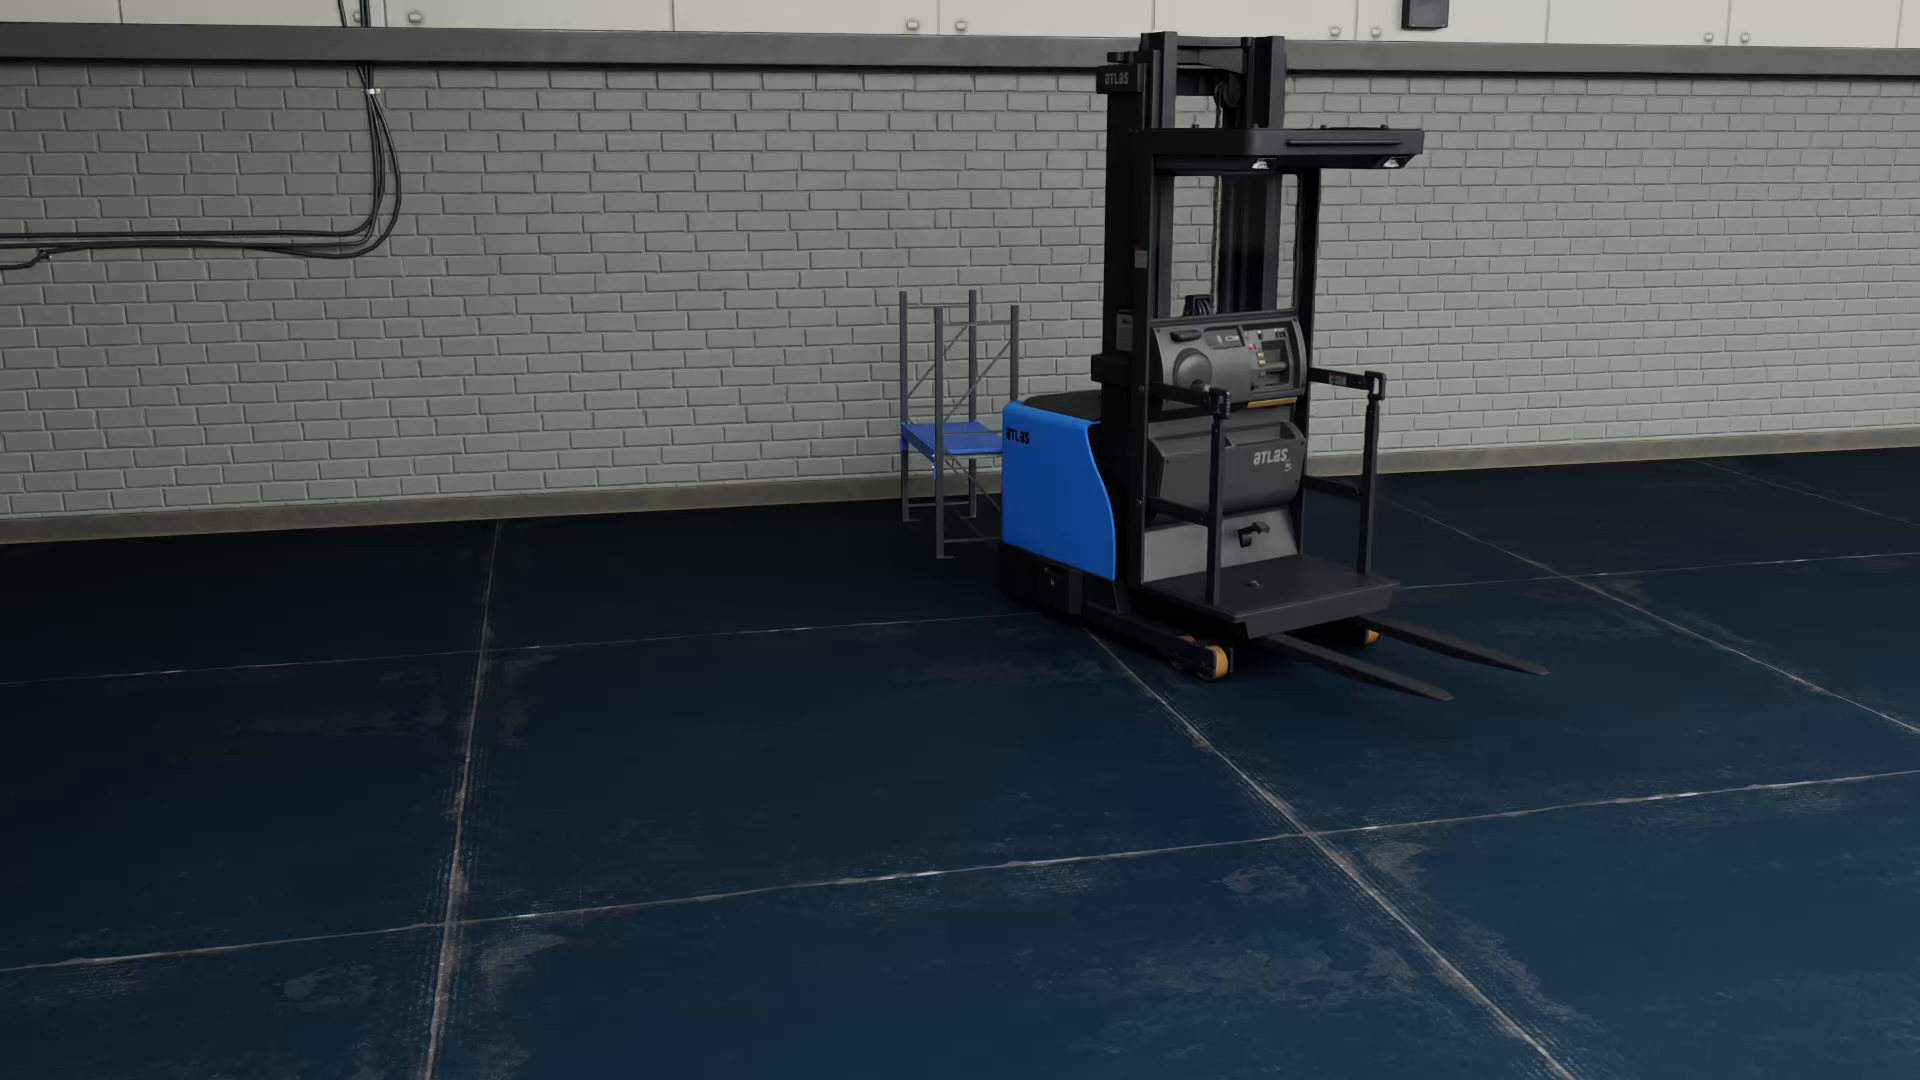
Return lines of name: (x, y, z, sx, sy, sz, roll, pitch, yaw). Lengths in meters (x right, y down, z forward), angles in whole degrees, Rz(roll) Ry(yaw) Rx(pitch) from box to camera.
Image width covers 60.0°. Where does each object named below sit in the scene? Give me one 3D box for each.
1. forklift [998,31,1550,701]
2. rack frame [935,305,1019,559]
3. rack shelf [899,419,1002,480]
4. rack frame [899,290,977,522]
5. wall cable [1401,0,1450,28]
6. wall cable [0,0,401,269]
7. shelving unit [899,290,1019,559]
forklift: (1.436, -0.896, 7.919, 1.130, 2.935, 3.031, -9, 16, -32)
rack frame: (0.099, -0.631, 9.850, 0.500, 1.500, 0.032, -3, 14, -13)
rack shelf: (-0.020, -0.574, 10.372, 0.538, 0.185, 1.000, -3, 14, -13)
rack frame: (-0.139, -0.866, 10.810, 0.500, 1.500, 0.032, -3, 14, -13)
wall cable: (4.245, -6.572, 11.200, 2.305, 6.003, 0.169, -3, 14, -13)
wall cable: (-4.987, -2.886, 9.821, 3.097, 2.526, 0.112, -3, 14, -13)
shelving unit: (-0.020, -0.748, 10.330, 0.538, 1.500, 1.048, -3, 14, -13)
